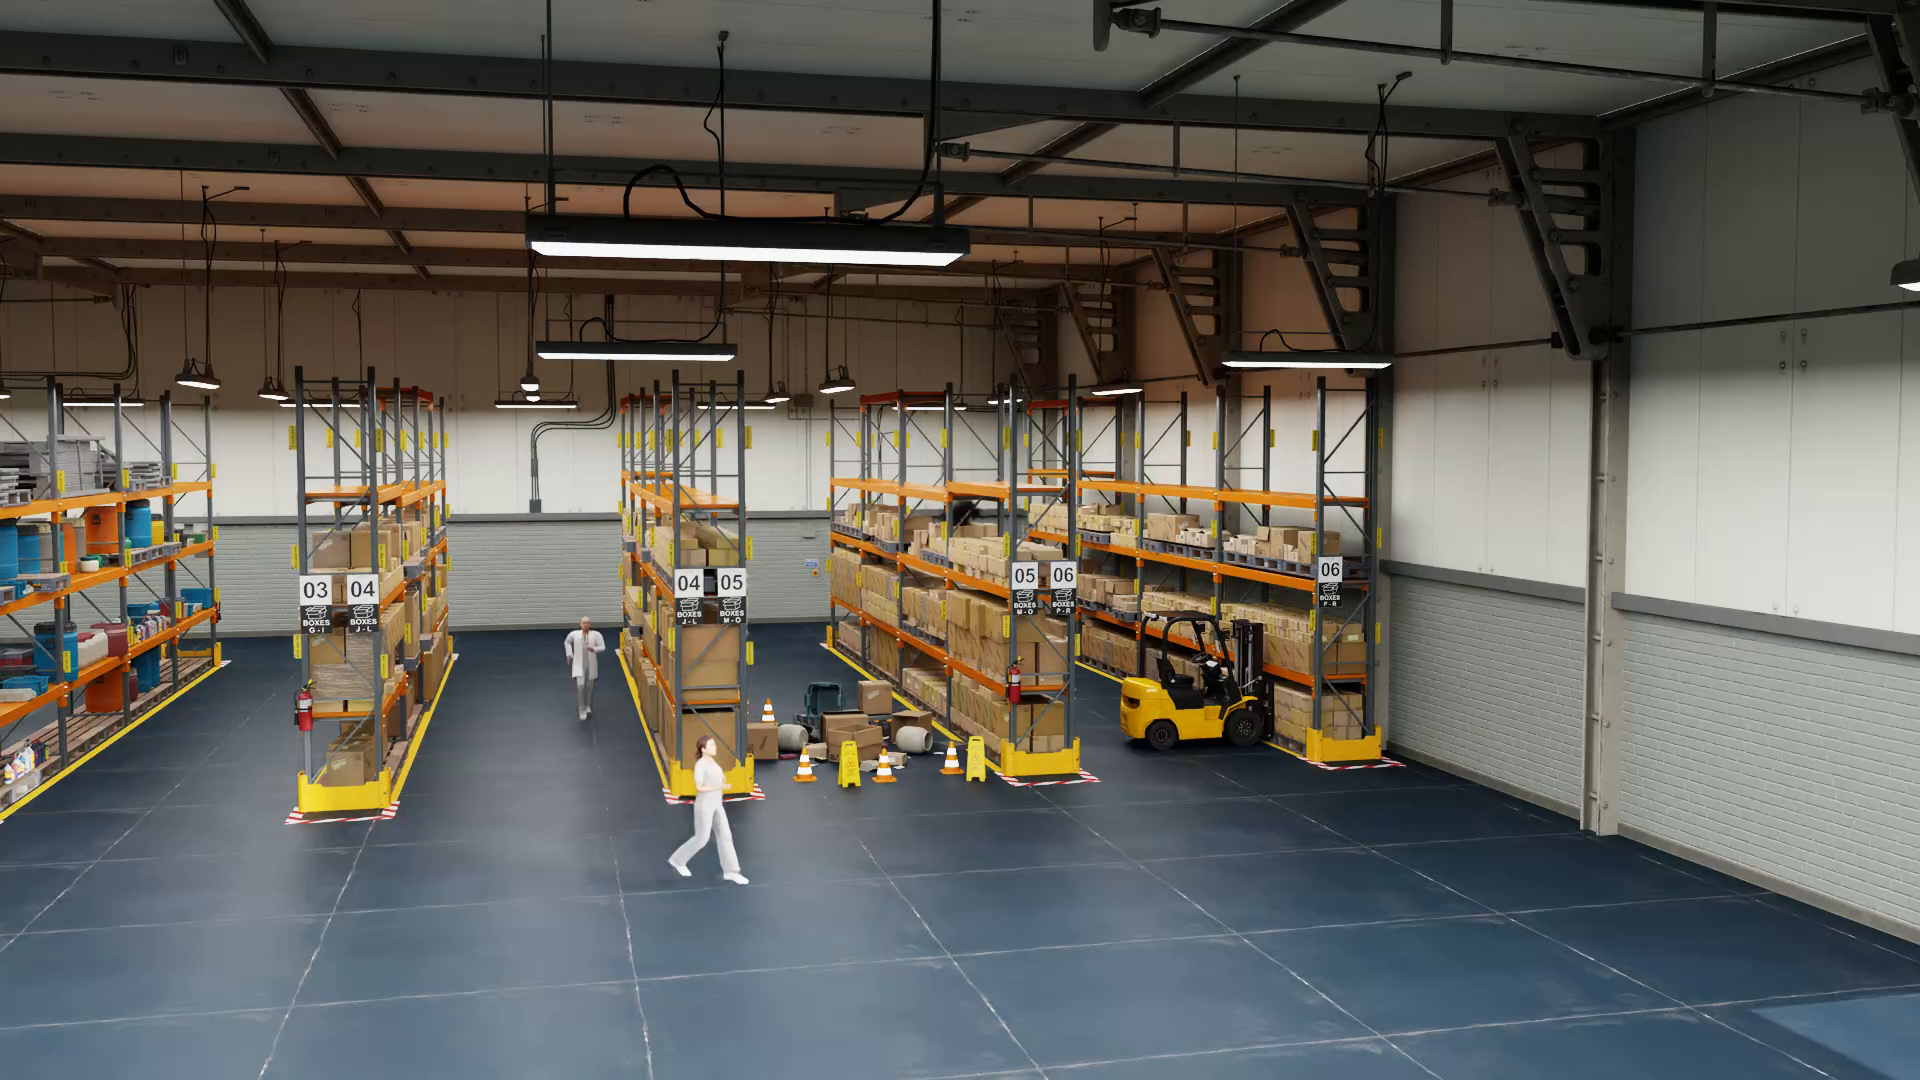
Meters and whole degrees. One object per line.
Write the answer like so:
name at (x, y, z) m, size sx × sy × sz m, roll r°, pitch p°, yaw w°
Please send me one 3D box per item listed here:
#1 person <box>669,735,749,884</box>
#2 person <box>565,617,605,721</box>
person at (-2.821, 3.025, 18.710) m, size 0.912 × 1.673 × 0.565 m, roll 1°, pitch 4°, yaw 18°
person at (-6.774, 2.294, 30.078) m, size 0.683 × 1.813 × 0.917 m, roll -1°, pitch 4°, yaw -18°
